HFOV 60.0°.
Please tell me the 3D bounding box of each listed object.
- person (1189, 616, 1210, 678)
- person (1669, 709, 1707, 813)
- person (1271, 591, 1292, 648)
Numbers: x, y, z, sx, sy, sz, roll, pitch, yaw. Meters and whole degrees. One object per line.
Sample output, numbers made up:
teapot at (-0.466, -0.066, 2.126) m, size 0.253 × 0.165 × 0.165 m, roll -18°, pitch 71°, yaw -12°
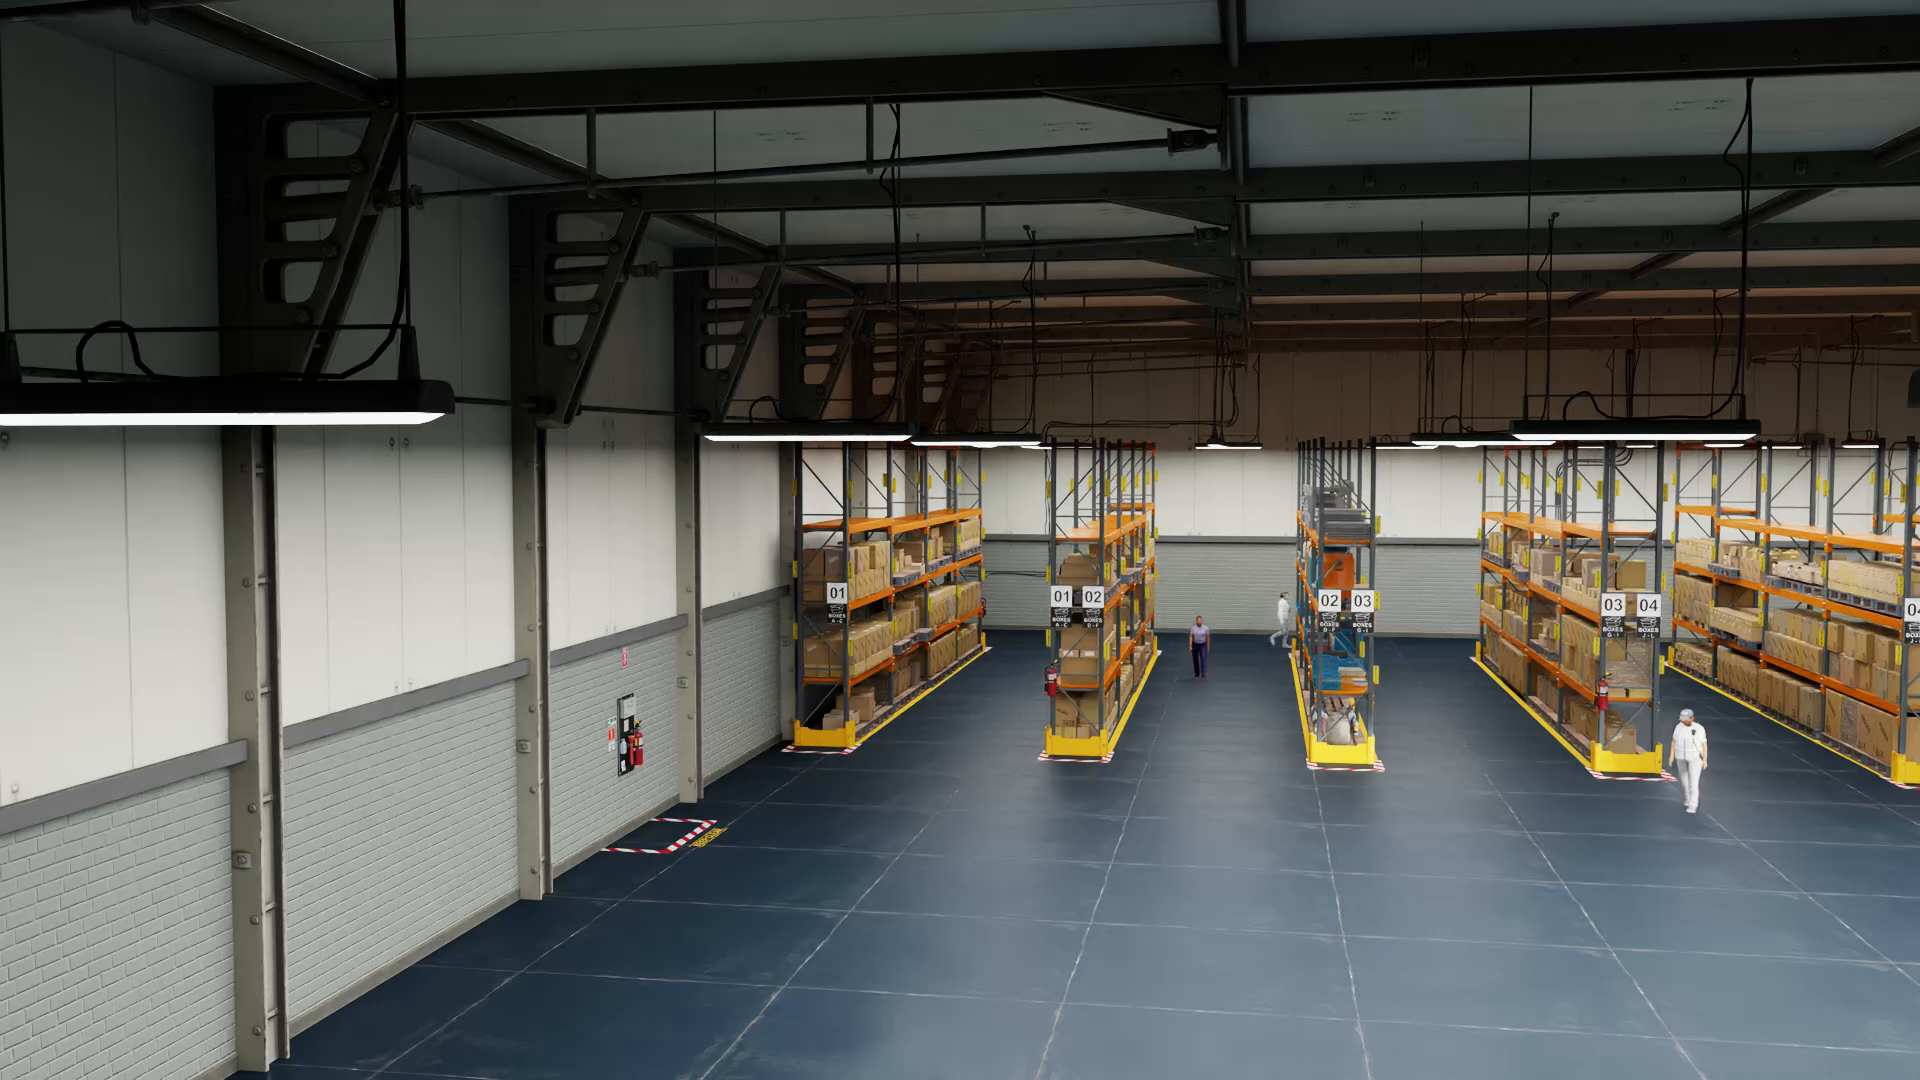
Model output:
person at (6.008, 2.699, 41.780) m, size 0.500 × 1.590 × 1.052 m, roll 1°, pitch 3°, yaw 15°
person at (11.639, 3.502, 26.585) m, size 0.895 × 1.611 × 0.521 m, roll -3°, pitch 4°, yaw -44°
person at (9.382, 2.316, 48.500) m, size 0.587 × 1.661 × 0.528 m, roll 2°, pitch 3°, yaw 30°
